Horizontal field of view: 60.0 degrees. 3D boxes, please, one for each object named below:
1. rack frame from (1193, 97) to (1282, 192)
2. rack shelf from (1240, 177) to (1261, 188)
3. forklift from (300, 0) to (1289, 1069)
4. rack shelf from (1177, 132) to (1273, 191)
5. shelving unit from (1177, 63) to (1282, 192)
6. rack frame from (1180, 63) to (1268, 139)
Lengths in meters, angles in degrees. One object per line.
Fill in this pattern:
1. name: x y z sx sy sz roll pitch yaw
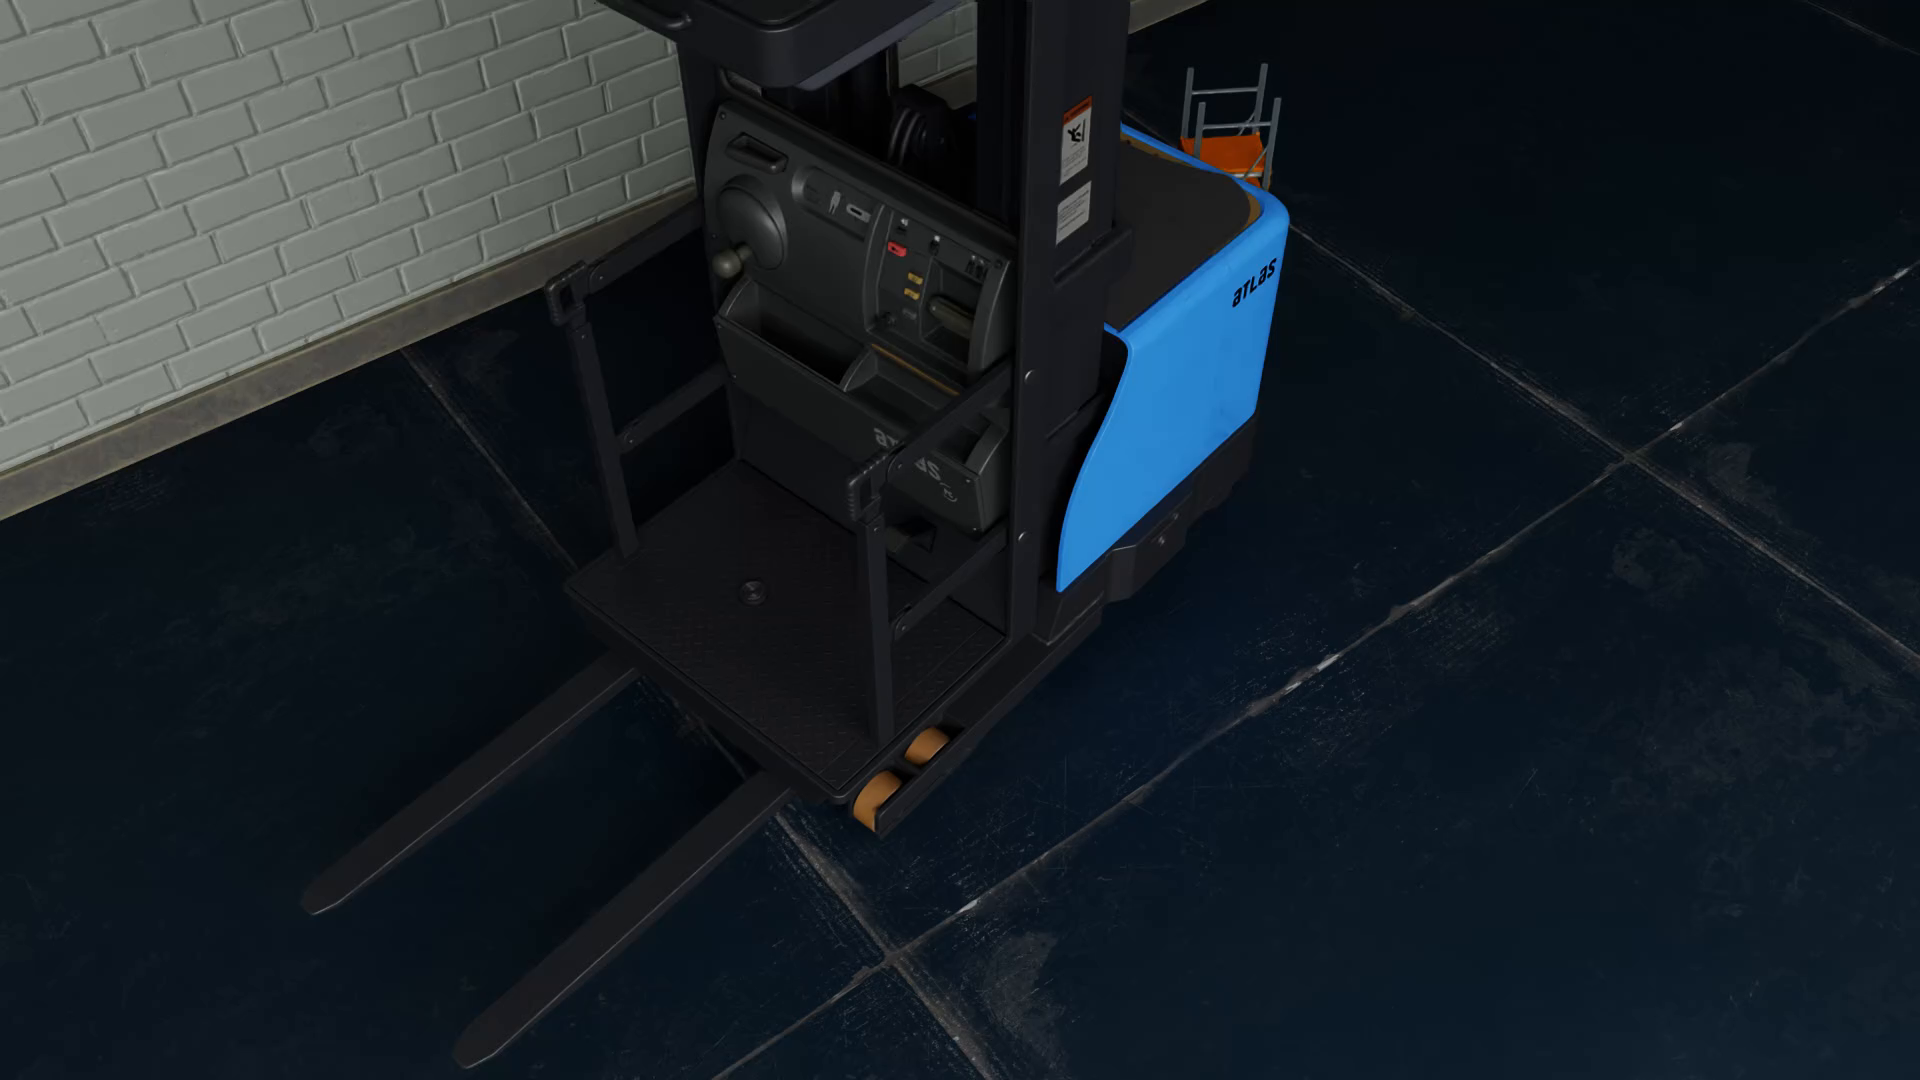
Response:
1. rack frame: 0.811 -0.855 5.210 0.240 1.200 0.006 -4 47 -3
2. rack shelf: 0.801 -1.054 5.128 0.258 0.103 0.180 -4 47 -3
3. forklift: -0.401 -0.620 3.834 1.130 2.935 3.031 33 56 26
4. rack shelf: 0.799 -1.136 5.040 0.258 0.103 0.180 -4 47 -3
5. shelving unit: 0.803 -0.921 5.272 0.258 1.200 0.189 -4 47 -3
6. rack frame: 0.795 -0.988 5.334 0.240 1.200 0.006 -4 47 -3
